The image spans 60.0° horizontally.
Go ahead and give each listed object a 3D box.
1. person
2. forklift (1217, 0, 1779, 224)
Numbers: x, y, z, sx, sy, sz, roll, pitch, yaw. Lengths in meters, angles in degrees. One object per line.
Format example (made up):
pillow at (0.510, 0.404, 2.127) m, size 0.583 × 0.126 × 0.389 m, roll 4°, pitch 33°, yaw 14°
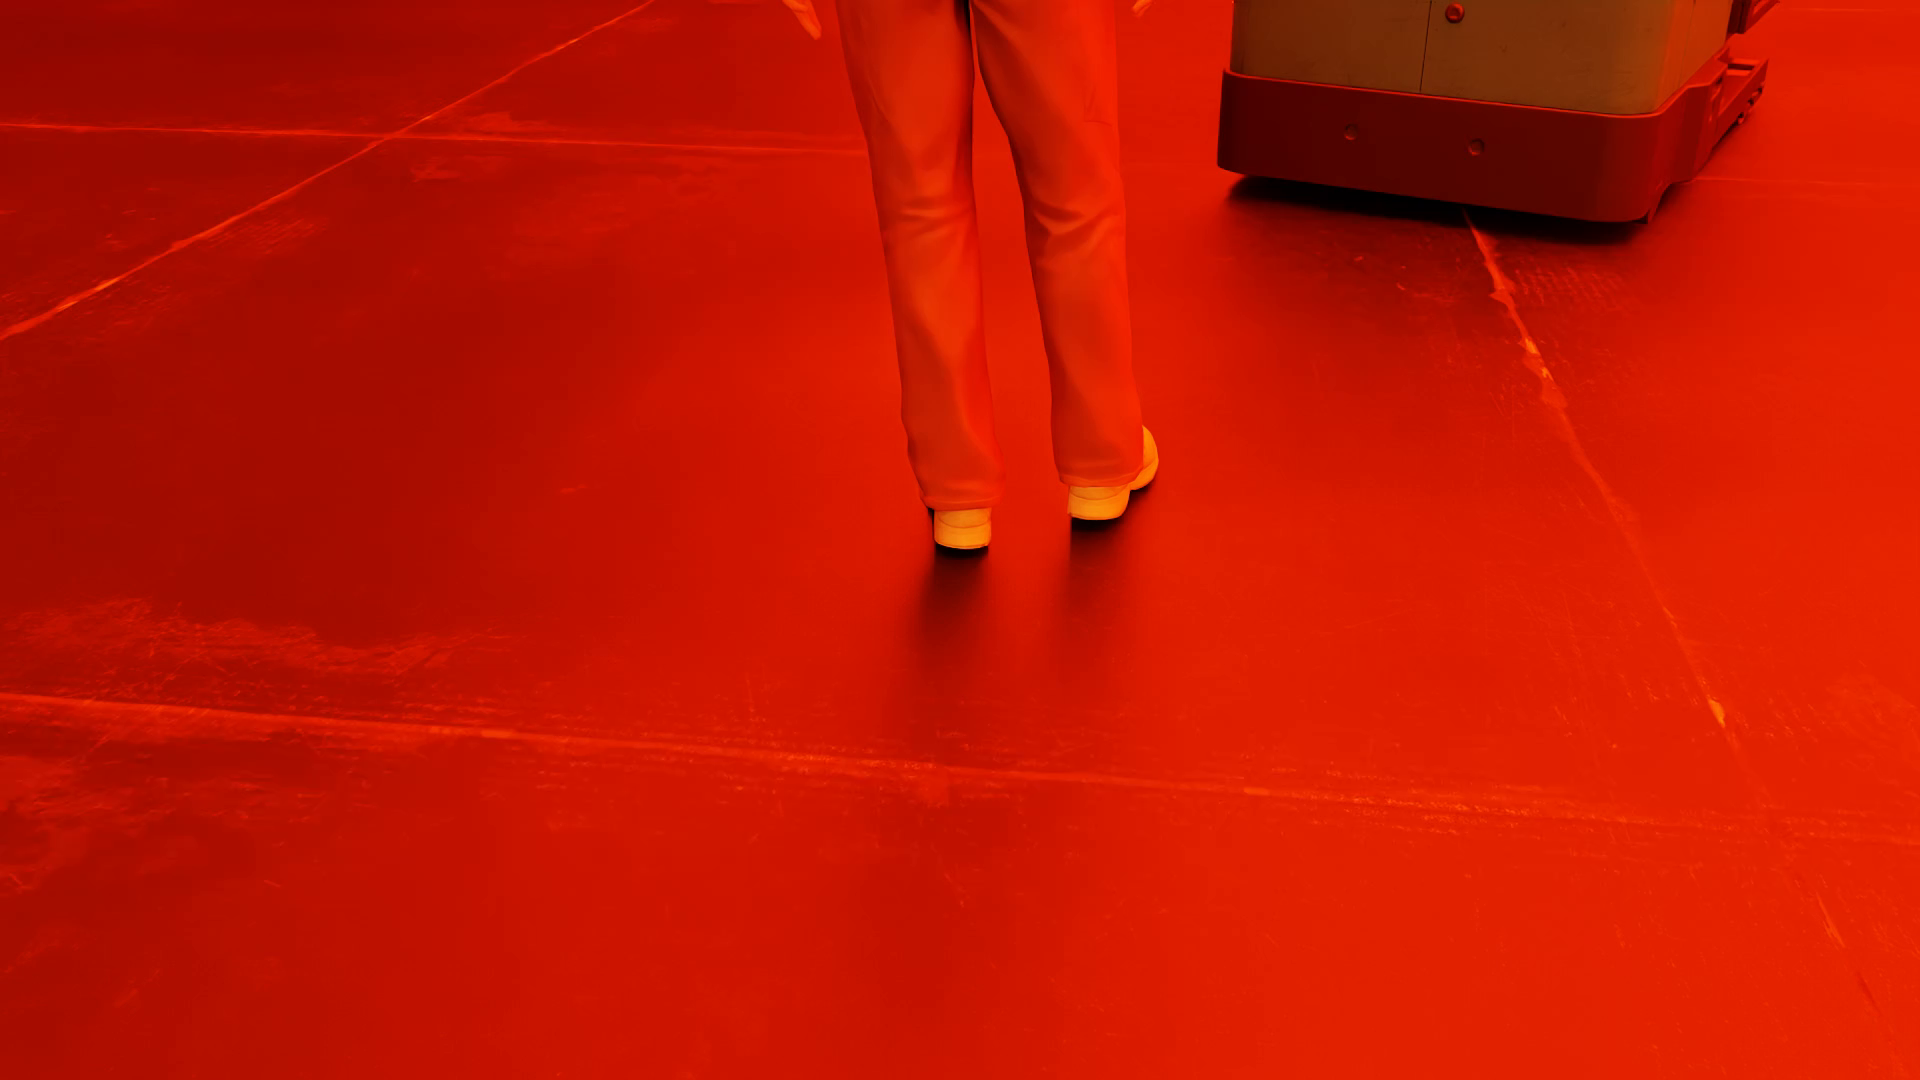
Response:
person at (0.022, -0.788, 2.186) m, size 0.553 × 1.675 × 0.549 m, roll 3°, pitch 27°, yaw 7°
forklift at (1.845, -2.653, 4.534) m, size 1.130 × 2.935 × 3.031 m, roll 15°, pitch 30°, yaw 27°
